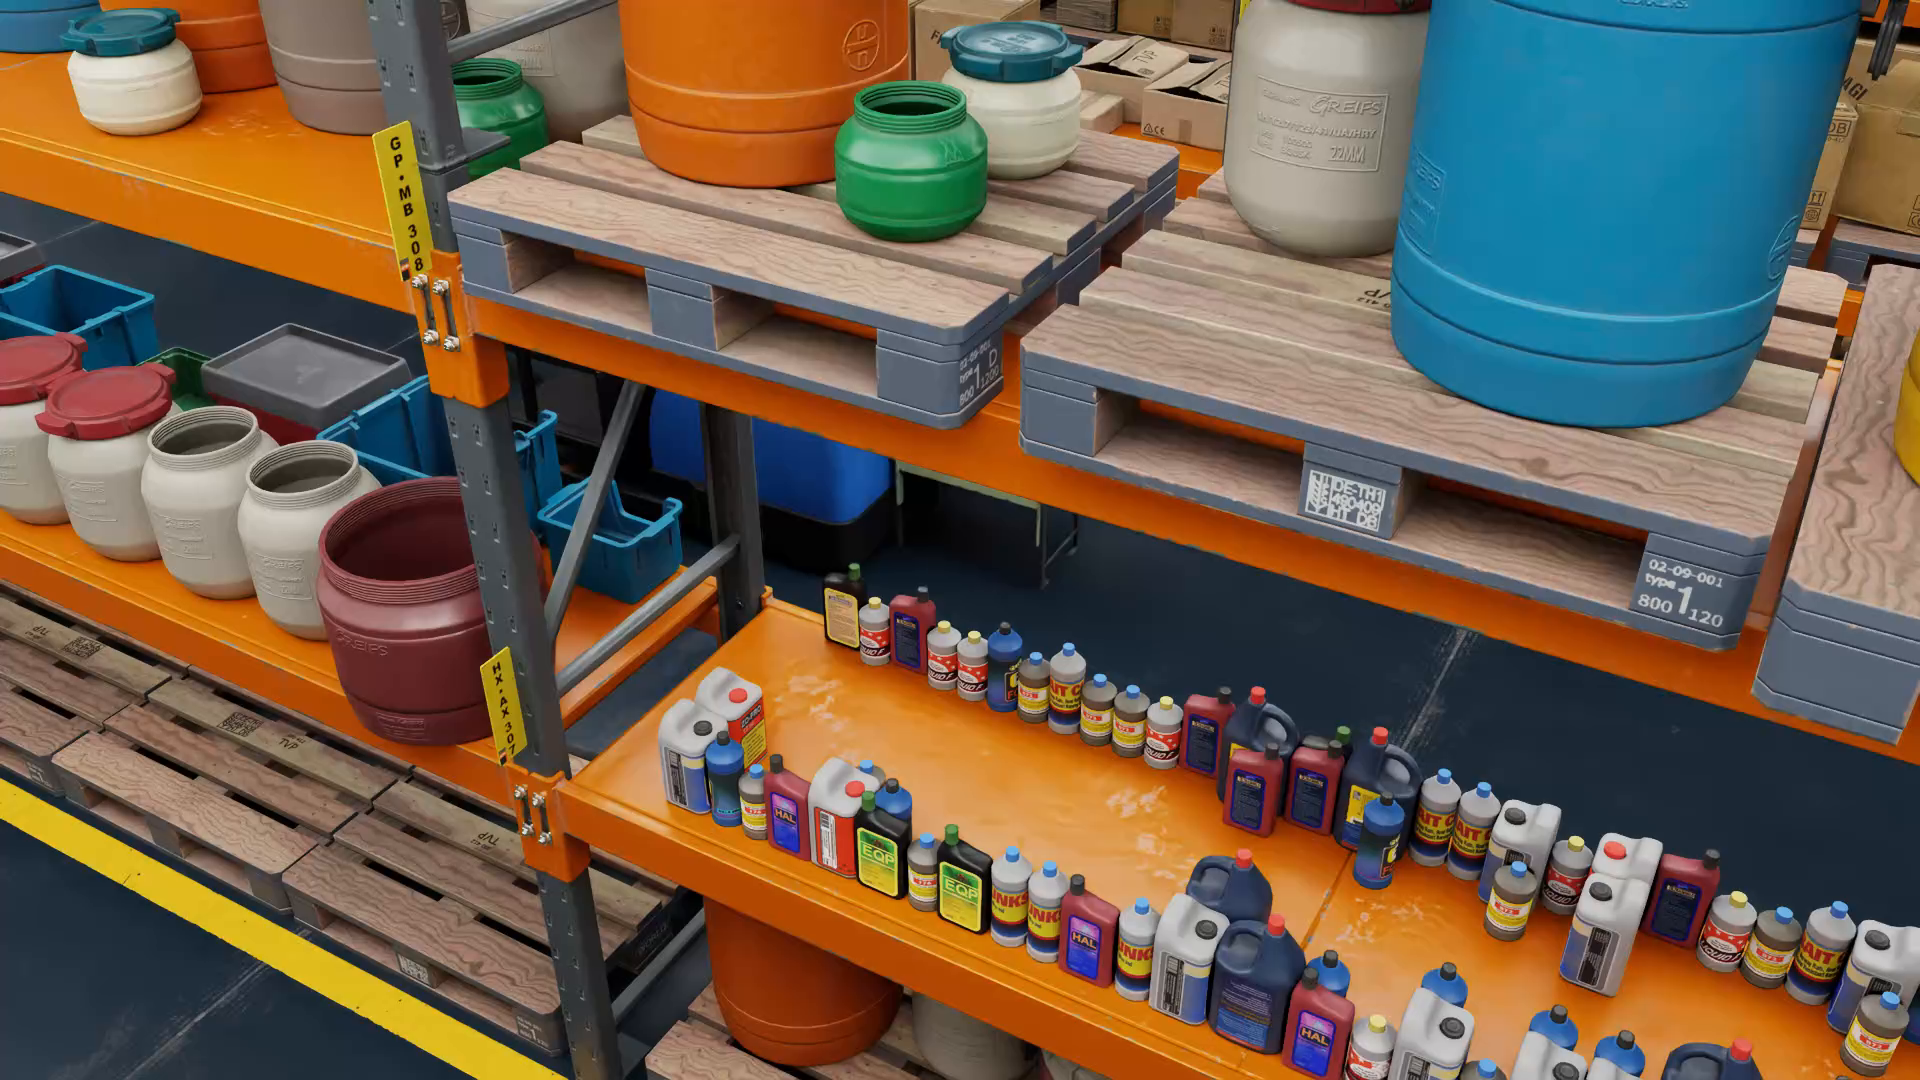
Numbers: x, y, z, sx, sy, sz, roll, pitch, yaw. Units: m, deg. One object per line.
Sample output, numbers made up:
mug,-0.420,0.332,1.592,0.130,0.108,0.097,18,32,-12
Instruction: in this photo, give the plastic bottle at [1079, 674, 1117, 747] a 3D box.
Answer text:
plastic bottle,0.378,0.455,4.539,0.097,0.201,0.097,0,34,0

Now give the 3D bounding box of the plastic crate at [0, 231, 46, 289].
plastic crate,-3.800,-0.912,6.355,0.583,0.464,0.402,18,37,24

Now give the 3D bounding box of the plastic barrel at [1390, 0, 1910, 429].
plastic barrel,1.016,-0.699,2.556,0.708,0.901,0.600,18,37,24

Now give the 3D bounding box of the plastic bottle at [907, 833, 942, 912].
plastic bottle,-0.079,0.795,4.029,0.097,0.201,0.097,0,34,0

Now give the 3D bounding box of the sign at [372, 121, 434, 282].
sign,-1.166,-0.709,3.497,0.005,0.325,0.100,18,37,24

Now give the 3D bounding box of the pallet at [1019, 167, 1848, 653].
pallet,0.859,-0.320,2.988,1.213,0.211,1.003,18,37,24

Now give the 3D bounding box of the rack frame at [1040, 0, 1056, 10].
rack frame,0.544,-5.639,13.511,0.127,3.000,1.000,18,37,24

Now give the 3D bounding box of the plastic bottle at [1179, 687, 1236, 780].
plastic bottle,0.656,0.498,4.402,0.133,0.283,0.061,18,37,24

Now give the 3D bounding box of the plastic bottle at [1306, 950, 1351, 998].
plastic bottle,0.798,1.005,3.651,0.097,0.271,0.097,0,34,0

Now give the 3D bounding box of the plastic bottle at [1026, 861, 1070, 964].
plastic bottle,0.206,0.856,3.874,0.097,0.271,0.097,0,34,0

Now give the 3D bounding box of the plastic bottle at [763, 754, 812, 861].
plastic bottle,-0.421,0.664,4.151,0.133,0.283,0.061,18,37,24

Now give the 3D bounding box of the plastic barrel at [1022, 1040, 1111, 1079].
plastic barrel,0.515,1.495,4.596,0.708,0.588,0.600,18,37,24

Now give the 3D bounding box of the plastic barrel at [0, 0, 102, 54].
plastic barrel,-2.687,-1.933,4.788,0.708,0.901,0.600,18,37,24

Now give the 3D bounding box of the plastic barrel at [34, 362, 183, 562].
plastic barrel,-2.637,-0.238,5.279,0.433,0.535,0.433,0,34,0

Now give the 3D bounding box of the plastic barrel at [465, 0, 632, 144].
plastic barrel,-1.017,-1.299,4.187,0.421,0.512,0.421,0,34,0

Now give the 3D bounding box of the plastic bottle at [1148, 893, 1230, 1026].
plastic bottle,0.520,0.936,3.749,0.135,0.276,0.152,18,37,24

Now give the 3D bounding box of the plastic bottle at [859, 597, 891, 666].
plastic bottle,-0.245,0.258,4.835,0.097,0.201,0.097,0,34,0

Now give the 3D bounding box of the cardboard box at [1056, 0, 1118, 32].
cardboard box,1.191,-4.587,13.790,0.500,0.500,0.700,19,38,26

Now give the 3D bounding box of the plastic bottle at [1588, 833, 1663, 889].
plastic bottle,1.557,0.815,3.931,0.135,0.276,0.152,18,37,24

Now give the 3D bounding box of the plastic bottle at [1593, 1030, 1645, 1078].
plastic bottle,1.362,1.125,3.470,0.097,0.271,0.097,0,34,0

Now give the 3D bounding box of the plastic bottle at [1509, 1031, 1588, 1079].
plastic bottle,1.200,1.152,3.426,0.135,0.276,0.152,18,37,24

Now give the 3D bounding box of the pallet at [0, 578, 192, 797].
pallet,-3.671,0.487,6.829,1.213,0.211,1.003,18,37,24

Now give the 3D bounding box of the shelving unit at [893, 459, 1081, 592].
shelving unit,0.126,-0.591,7.285,0.755,1.500,0.431,17,37,24

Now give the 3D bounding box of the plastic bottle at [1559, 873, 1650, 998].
plastic bottle,1.482,0.888,3.821,0.135,0.276,0.152,18,37,24

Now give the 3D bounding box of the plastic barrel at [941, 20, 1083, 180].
plastic barrel,0.105,-0.913,3.454,0.301,0.262,0.301,0,34,0

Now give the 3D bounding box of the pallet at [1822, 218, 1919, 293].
pallet,4.395,-1.246,7.088,1.213,0.211,1.003,18,37,24

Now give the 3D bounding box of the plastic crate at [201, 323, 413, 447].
plastic crate,-2.150,-0.389,5.571,0.583,0.464,0.402,18,37,24

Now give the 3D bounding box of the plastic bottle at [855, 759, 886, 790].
plastic bottle,-0.236,0.648,4.249,0.097,0.201,0.097,0,34,0

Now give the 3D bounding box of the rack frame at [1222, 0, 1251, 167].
rack frame,1.562,-2.154,8.278,0.127,3.000,1.000,18,37,24

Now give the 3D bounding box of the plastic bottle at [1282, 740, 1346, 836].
plastic bottle,0.902,0.615,4.226,0.133,0.283,0.061,18,37,24

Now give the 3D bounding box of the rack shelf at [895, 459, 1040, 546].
rack shelf,0.126,-0.320,7.465,0.720,0.370,0.431,17,37,24

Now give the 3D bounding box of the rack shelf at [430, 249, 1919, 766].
rack shelf,0.838,-0.170,3.242,4.000,0.370,1.077,18,37,24

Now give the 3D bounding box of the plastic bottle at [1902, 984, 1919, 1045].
plastic bottle,2.158,0.990,3.673,0.097,0.271,0.097,0,34,0

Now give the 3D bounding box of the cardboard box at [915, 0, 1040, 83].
cardboard box,0.097,-2.649,8.931,0.500,0.500,0.500,16,37,22

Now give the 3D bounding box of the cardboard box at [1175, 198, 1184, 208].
cardboard box,1.253,-1.703,9.197,0.500,0.311,0.500,19,38,26

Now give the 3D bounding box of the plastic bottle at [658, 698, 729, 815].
plastic bottle,-0.684,0.555,4.322,0.135,0.276,0.152,18,37,24

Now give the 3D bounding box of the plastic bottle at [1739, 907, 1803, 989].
plastic bottle,1.872,0.929,3.829,0.097,0.201,0.097,0,34,0

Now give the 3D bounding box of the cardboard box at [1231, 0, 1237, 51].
cardboard box,2.531,-4.175,13.171,0.500,0.500,0.700,17,37,24

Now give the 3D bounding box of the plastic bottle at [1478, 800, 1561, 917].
plastic bottle,1.356,0.752,4.027,0.135,0.276,0.152,18,37,24

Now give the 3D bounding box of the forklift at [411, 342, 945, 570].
forklift,-1.572,-1.664,7.604,3.031,2.935,1.130,17,37,24

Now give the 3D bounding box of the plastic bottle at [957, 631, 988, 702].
plastic bottle,0.040,0.348,4.700,0.097,0.201,0.097,0,34,0

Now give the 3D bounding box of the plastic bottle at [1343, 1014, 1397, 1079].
plastic bottle,0.884,1.100,3.571,0.097,0.201,0.097,0,34,0

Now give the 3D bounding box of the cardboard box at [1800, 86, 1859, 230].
cardboard box,3.470,-1.726,7.167,0.500,0.500,0.700,8,35,12

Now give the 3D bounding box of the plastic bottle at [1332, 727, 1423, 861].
plastic bottle,1.050,0.621,4.156,0.185,0.351,0.144,18,37,24

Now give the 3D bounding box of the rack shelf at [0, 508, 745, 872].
rack shelf,-2.635,-0.022,5.725,4.000,0.370,1.077,18,37,24

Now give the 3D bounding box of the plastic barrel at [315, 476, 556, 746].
plastic barrel,-1.452,0.190,4.635,0.708,0.536,0.600,18,37,24
